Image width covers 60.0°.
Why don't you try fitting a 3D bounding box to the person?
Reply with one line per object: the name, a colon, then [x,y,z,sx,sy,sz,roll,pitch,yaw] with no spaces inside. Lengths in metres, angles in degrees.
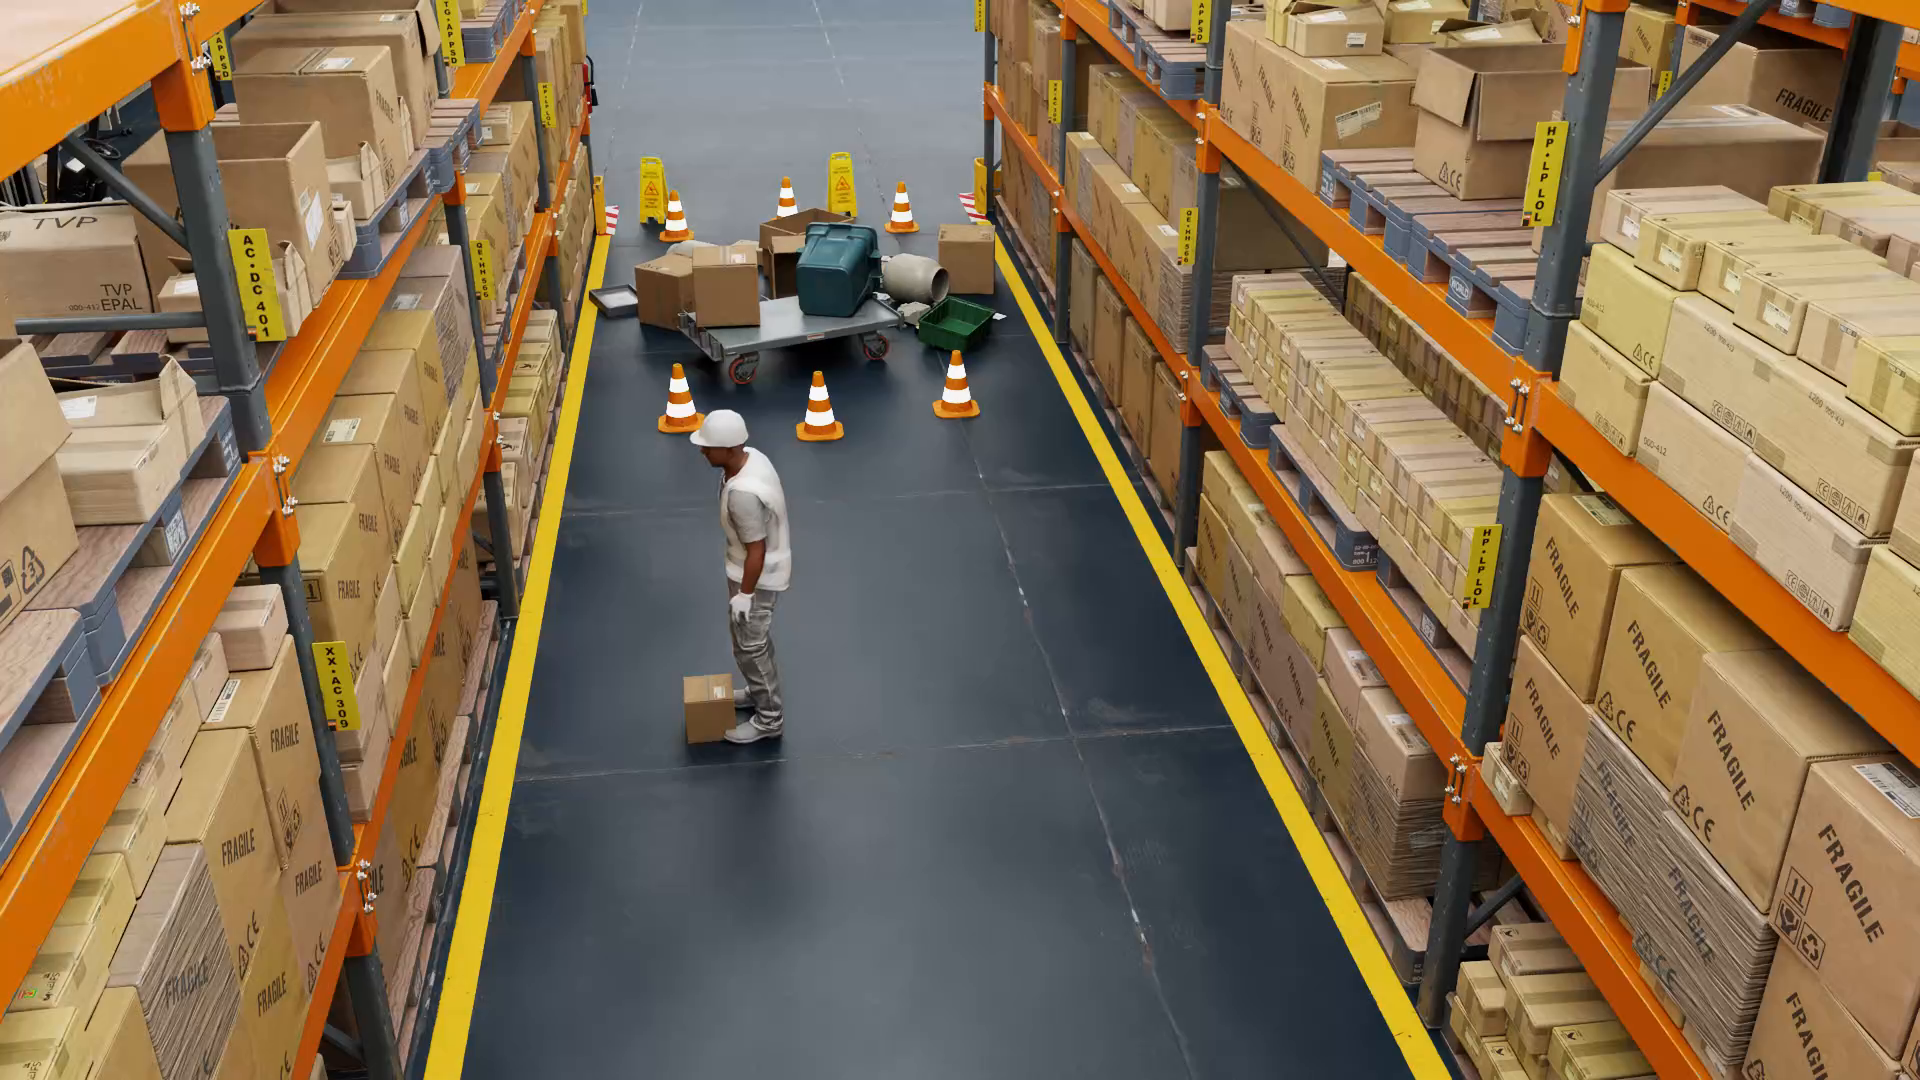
person: [-1.062,0.166,8.277,0.447,1.774,0.618,-3,27,-7]
